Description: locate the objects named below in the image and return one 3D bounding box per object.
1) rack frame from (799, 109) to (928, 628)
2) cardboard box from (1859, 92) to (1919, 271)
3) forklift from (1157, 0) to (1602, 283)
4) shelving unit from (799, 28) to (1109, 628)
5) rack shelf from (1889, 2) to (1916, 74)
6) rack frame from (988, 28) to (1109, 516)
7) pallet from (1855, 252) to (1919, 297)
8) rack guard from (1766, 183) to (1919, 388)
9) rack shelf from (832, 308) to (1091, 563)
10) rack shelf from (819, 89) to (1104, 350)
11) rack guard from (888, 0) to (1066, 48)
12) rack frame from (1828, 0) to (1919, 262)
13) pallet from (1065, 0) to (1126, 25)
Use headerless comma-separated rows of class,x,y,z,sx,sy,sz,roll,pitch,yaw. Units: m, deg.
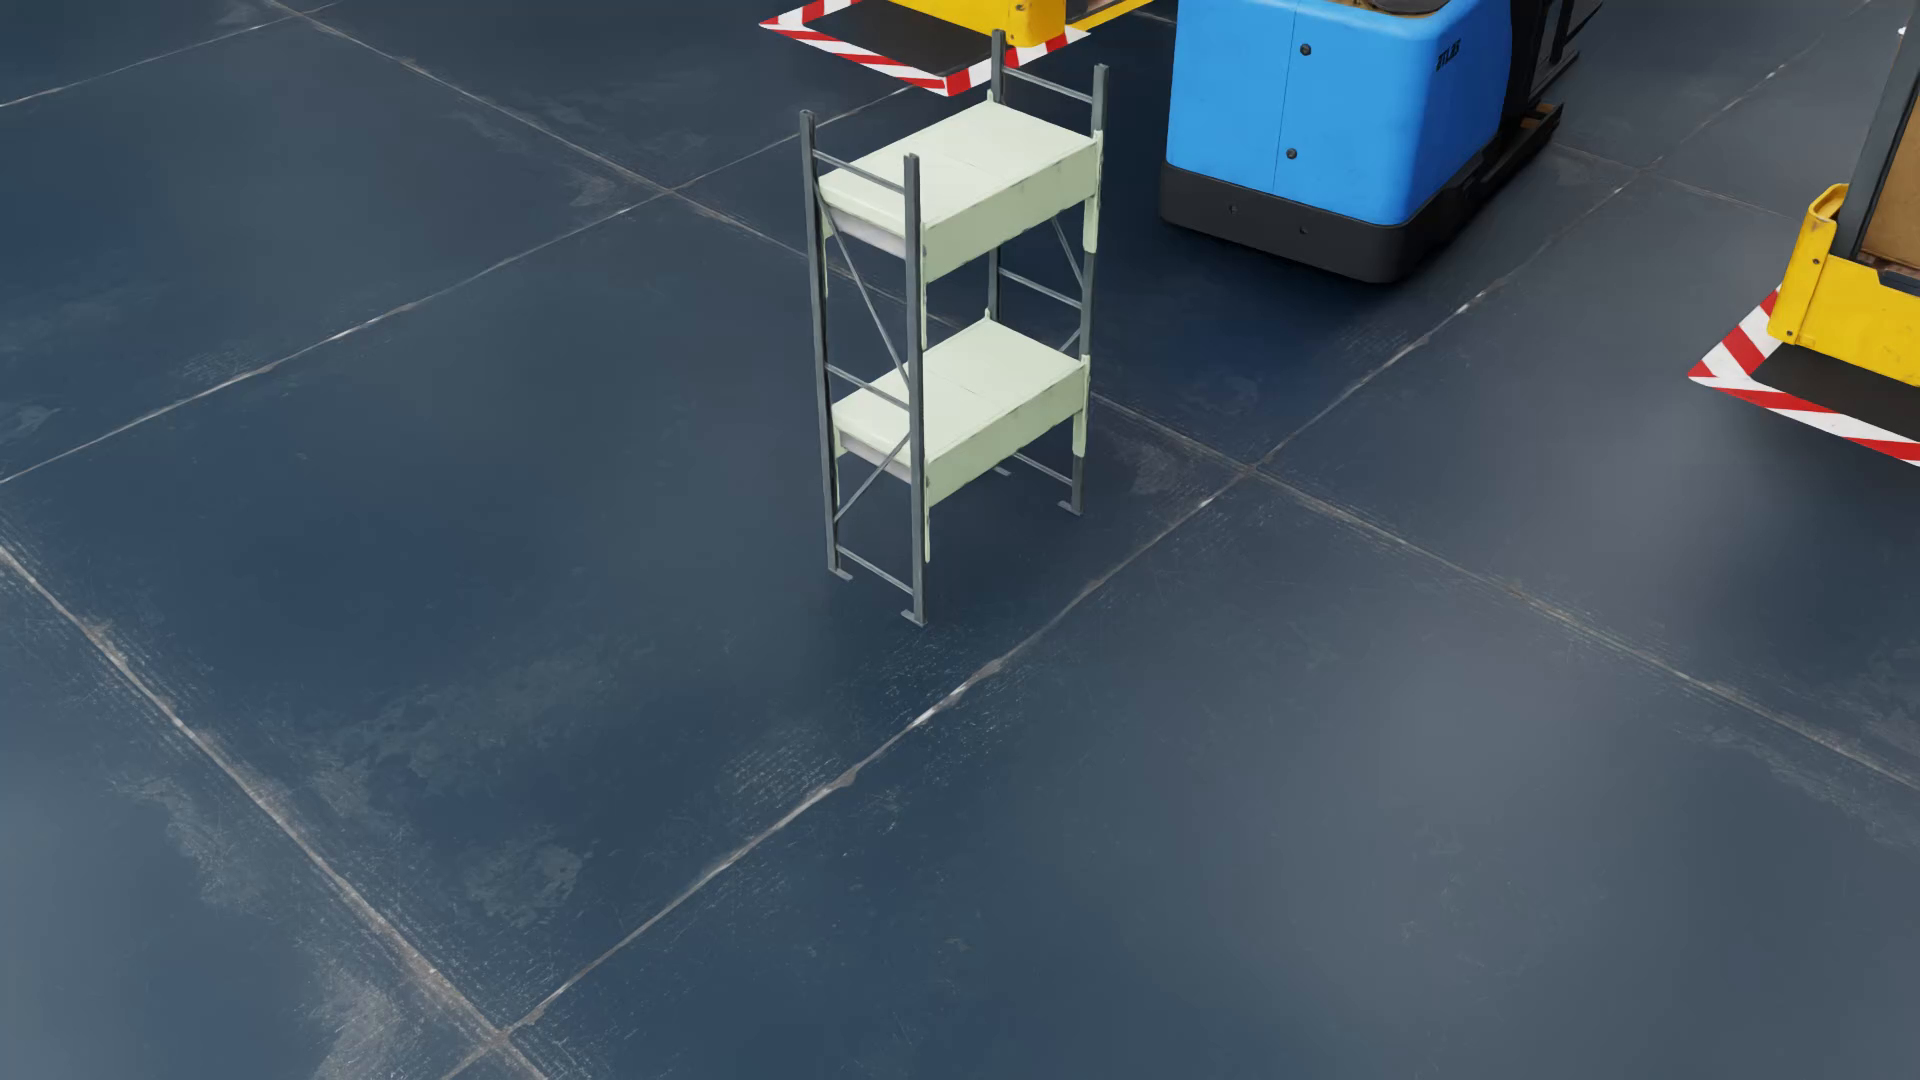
rack frame,-0.251,-0.416,4.568,0.400,1.500,0.023,30,47,32
cardboard box,3.969,-1.465,6.052,0.875,0.875,0.875,30,47,32
forklift,2.060,-3.008,6.677,1.130,2.935,3.031,23,44,26
shelving unit,-0.004,-0.584,4.779,0.431,1.500,0.755,30,47,32
rack shelf,4.910,-2.430,6.474,1.077,0.370,4.000,30,47,32
rack frame,0.242,-0.752,4.991,0.400,1.500,0.023,30,47,32
pallet,4.042,-1.101,6.465,1.003,0.211,1.213,30,47,32
rack guard,3.544,-0.803,5.858,1.175,0.500,0.348,30,47,32
rack shelf,-0.004,-0.329,4.982,0.431,0.370,0.720,30,47,32
rack shelf,-0.004,-0.889,4.536,0.431,0.370,0.720,30,47,32
rack guard,0.019,-2.978,8.594,1.175,0.500,0.348,30,47,32
rack frame,3.560,-1.793,5.094,1.000,3.000,0.127,30,47,32
pallet,0.593,-3.223,9.134,1.003,0.211,1.213,30,47,32
